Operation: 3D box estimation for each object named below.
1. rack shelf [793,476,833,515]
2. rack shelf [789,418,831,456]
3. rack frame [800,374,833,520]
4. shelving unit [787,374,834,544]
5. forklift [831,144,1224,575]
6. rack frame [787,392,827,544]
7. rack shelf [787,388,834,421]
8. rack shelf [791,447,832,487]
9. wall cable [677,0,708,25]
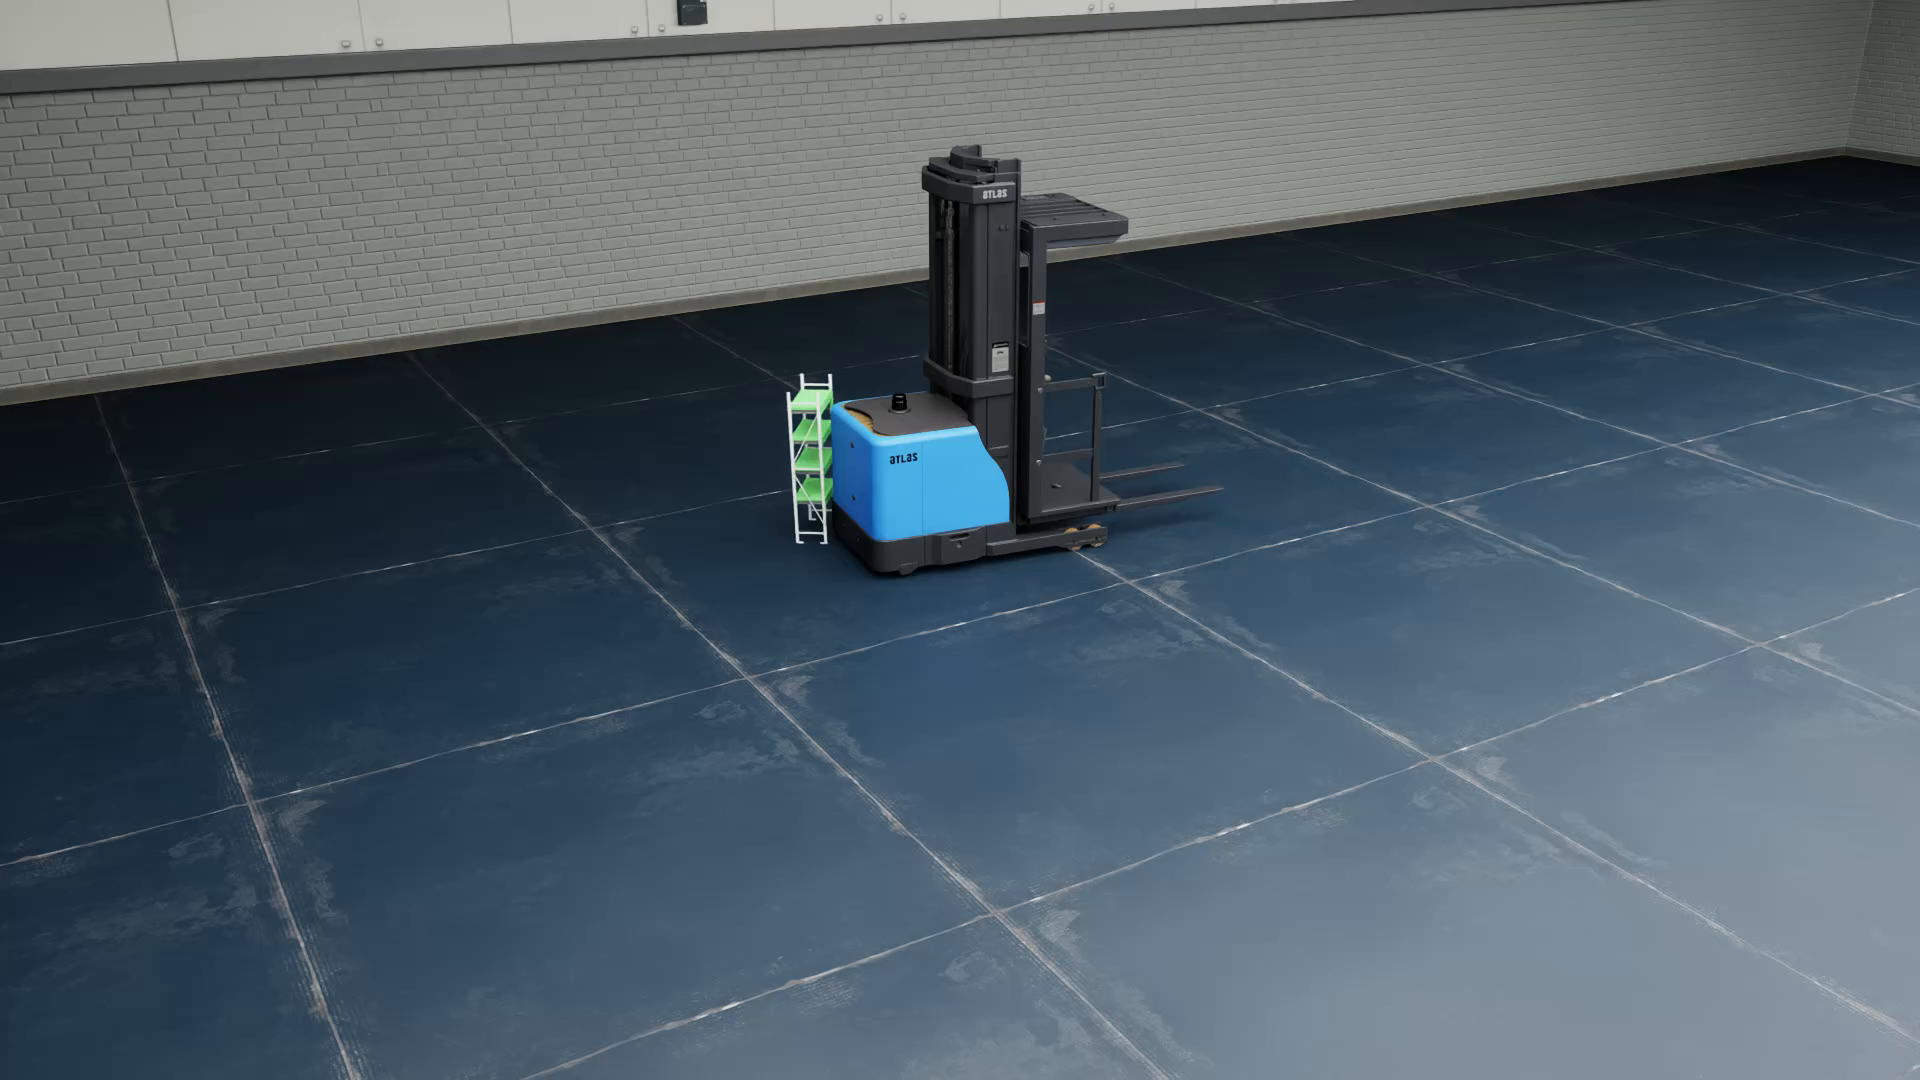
[{"bbox_3d":[-1.113,-0.342,12.858,0.258,0.148,0.480,1,22,7],"label":"rack shelf"},{"bbox_3d":[-1.124,-0.787,12.679,0.258,0.148,0.480,1,22,7],"label":"rack shelf"},{"bbox_3d":[-1.092,-0.715,12.969,0.240,1.200,0.015,1,22,7],"label":"rack frame"},{"bbox_3d":[-1.120,-0.624,12.745,0.258,1.200,0.503,1,22,7],"label":"shelving unit"},{"bbox_3d":[0.579,-1.452,12.490,3.031,2.935,1.130,-9,24,-21],"label":"forklift"},{"bbox_3d":[-1.149,-0.533,12.520,0.240,1.200,0.015,1,22,7],"label":"rack frame"},{"bbox_3d":[-1.129,-1.010,12.589,0.258,0.148,0.480,1,22,7],"label":"rack shelf"},{"bbox_3d":[-1.119,-0.565,12.769,0.258,0.148,0.480,1,22,7],"label":"rack shelf"},{"bbox_3d":[-2.056,-8.617,17.545,2.305,6.003,0.169,-13,25,-28],"label":"wall cable"}]
